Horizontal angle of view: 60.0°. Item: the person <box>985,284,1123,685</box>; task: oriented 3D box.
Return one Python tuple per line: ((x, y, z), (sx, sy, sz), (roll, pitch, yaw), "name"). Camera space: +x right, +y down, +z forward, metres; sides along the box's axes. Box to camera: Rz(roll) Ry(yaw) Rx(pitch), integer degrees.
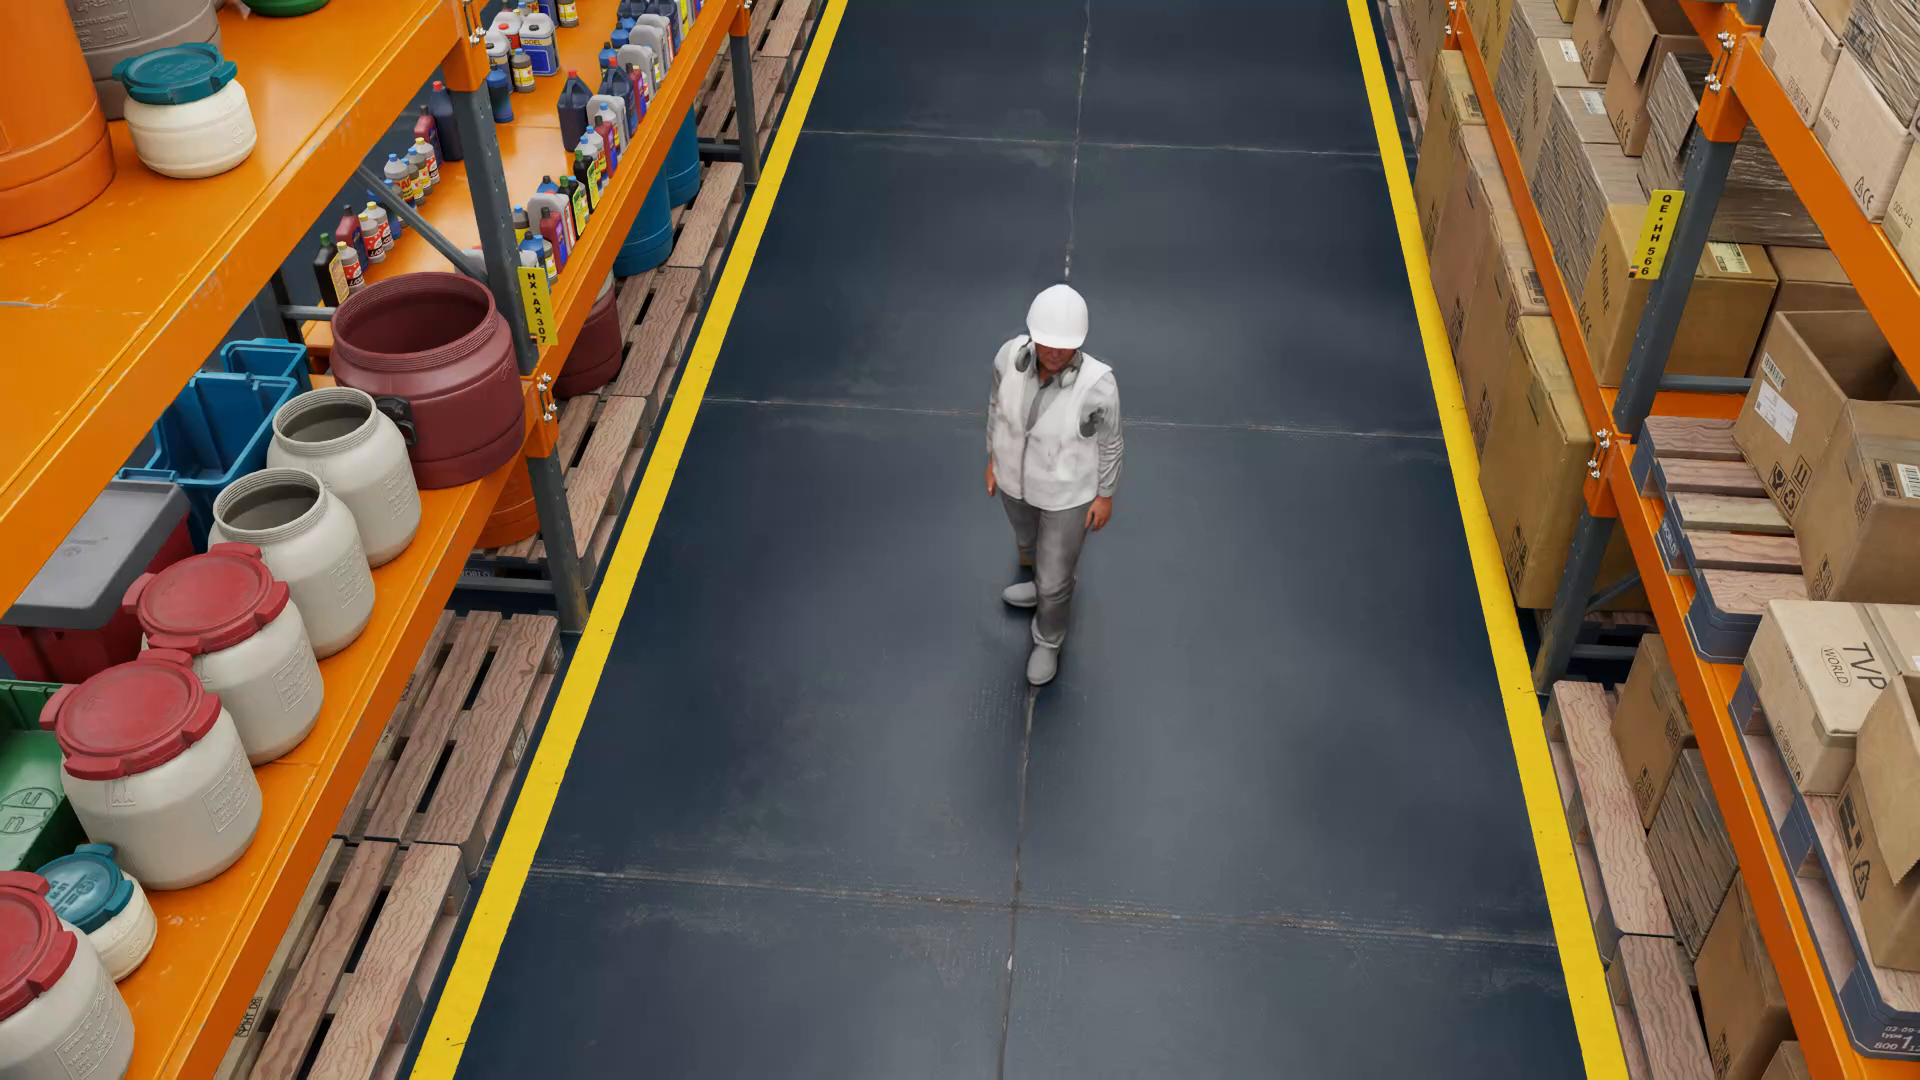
((0.368, -0.261, 6.451), (0.562, 1.763, 0.563), (24, 45, 26), "person")
